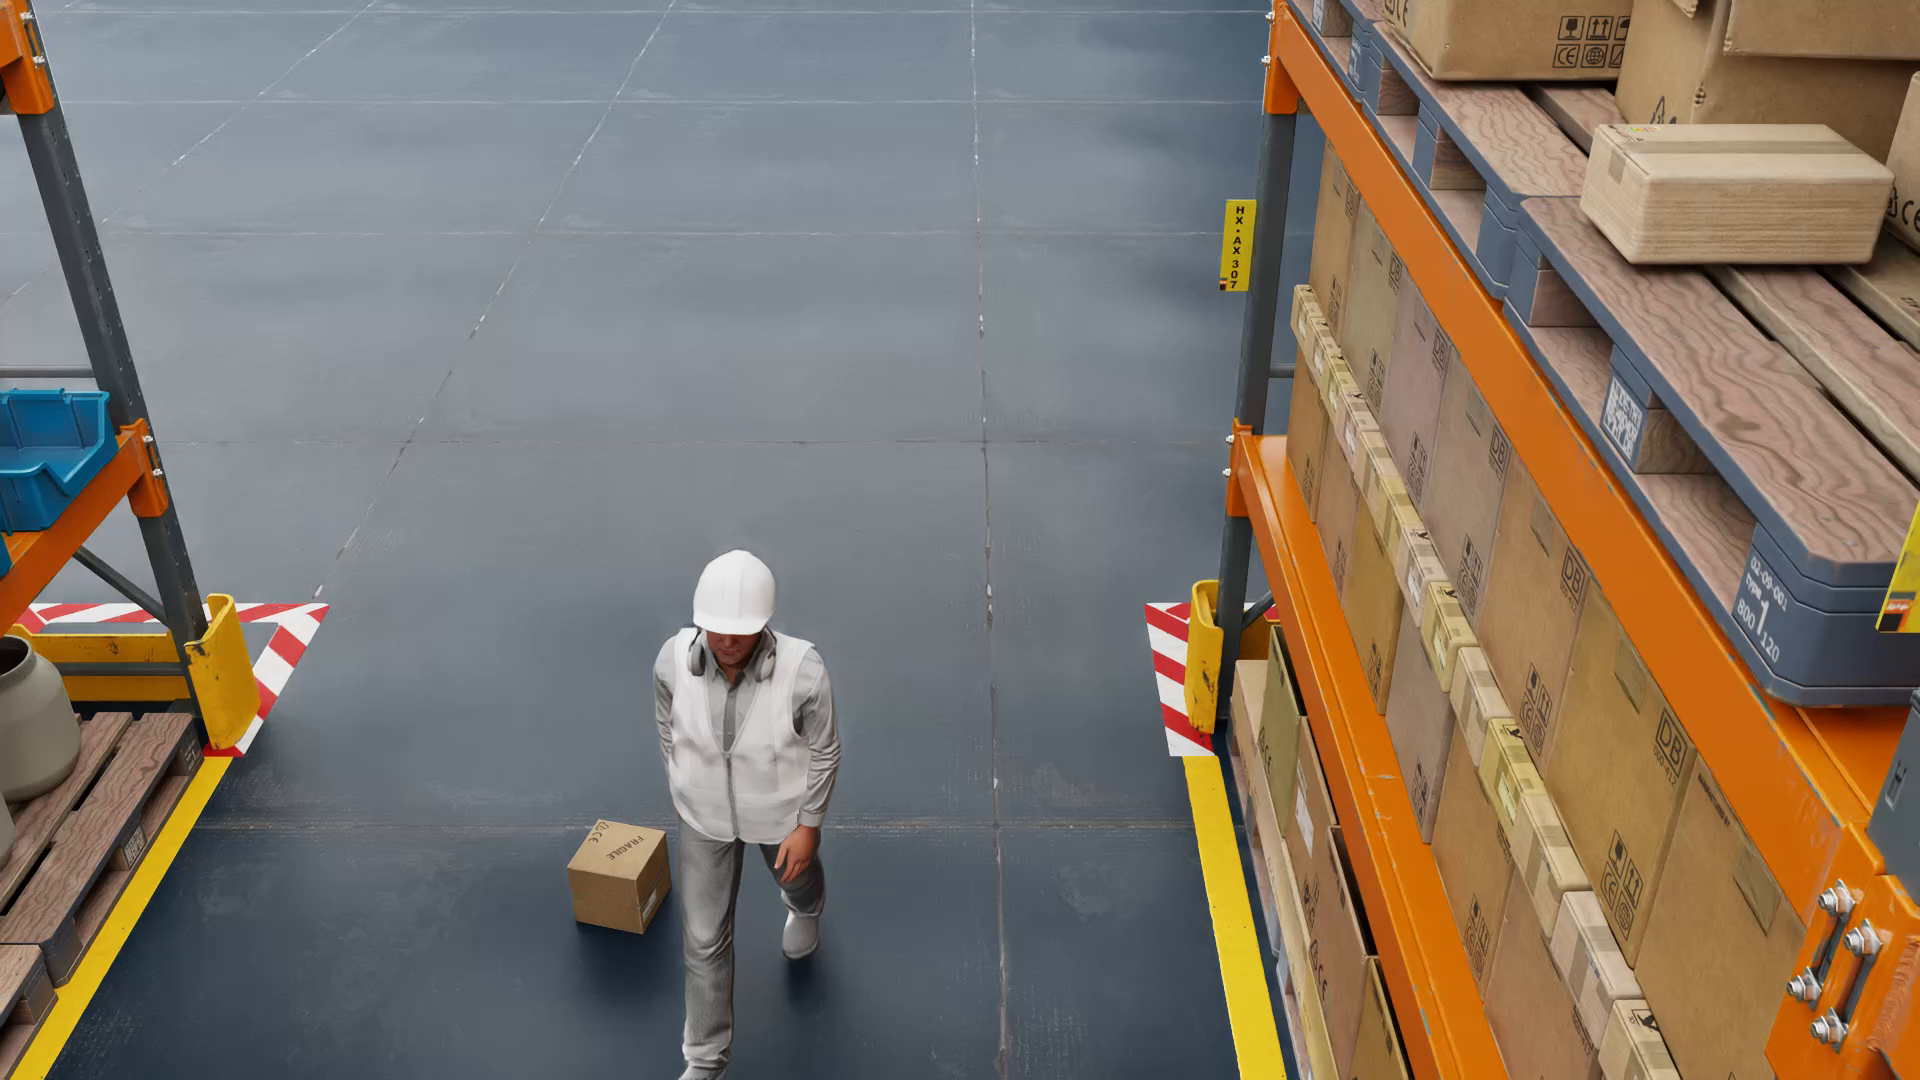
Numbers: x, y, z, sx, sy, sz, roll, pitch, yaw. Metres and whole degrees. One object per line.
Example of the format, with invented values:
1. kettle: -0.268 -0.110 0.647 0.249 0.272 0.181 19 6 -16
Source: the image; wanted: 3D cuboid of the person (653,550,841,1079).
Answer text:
1. person: -0.609 0.769 4.835 0.549 1.728 1.003 2 31 3
